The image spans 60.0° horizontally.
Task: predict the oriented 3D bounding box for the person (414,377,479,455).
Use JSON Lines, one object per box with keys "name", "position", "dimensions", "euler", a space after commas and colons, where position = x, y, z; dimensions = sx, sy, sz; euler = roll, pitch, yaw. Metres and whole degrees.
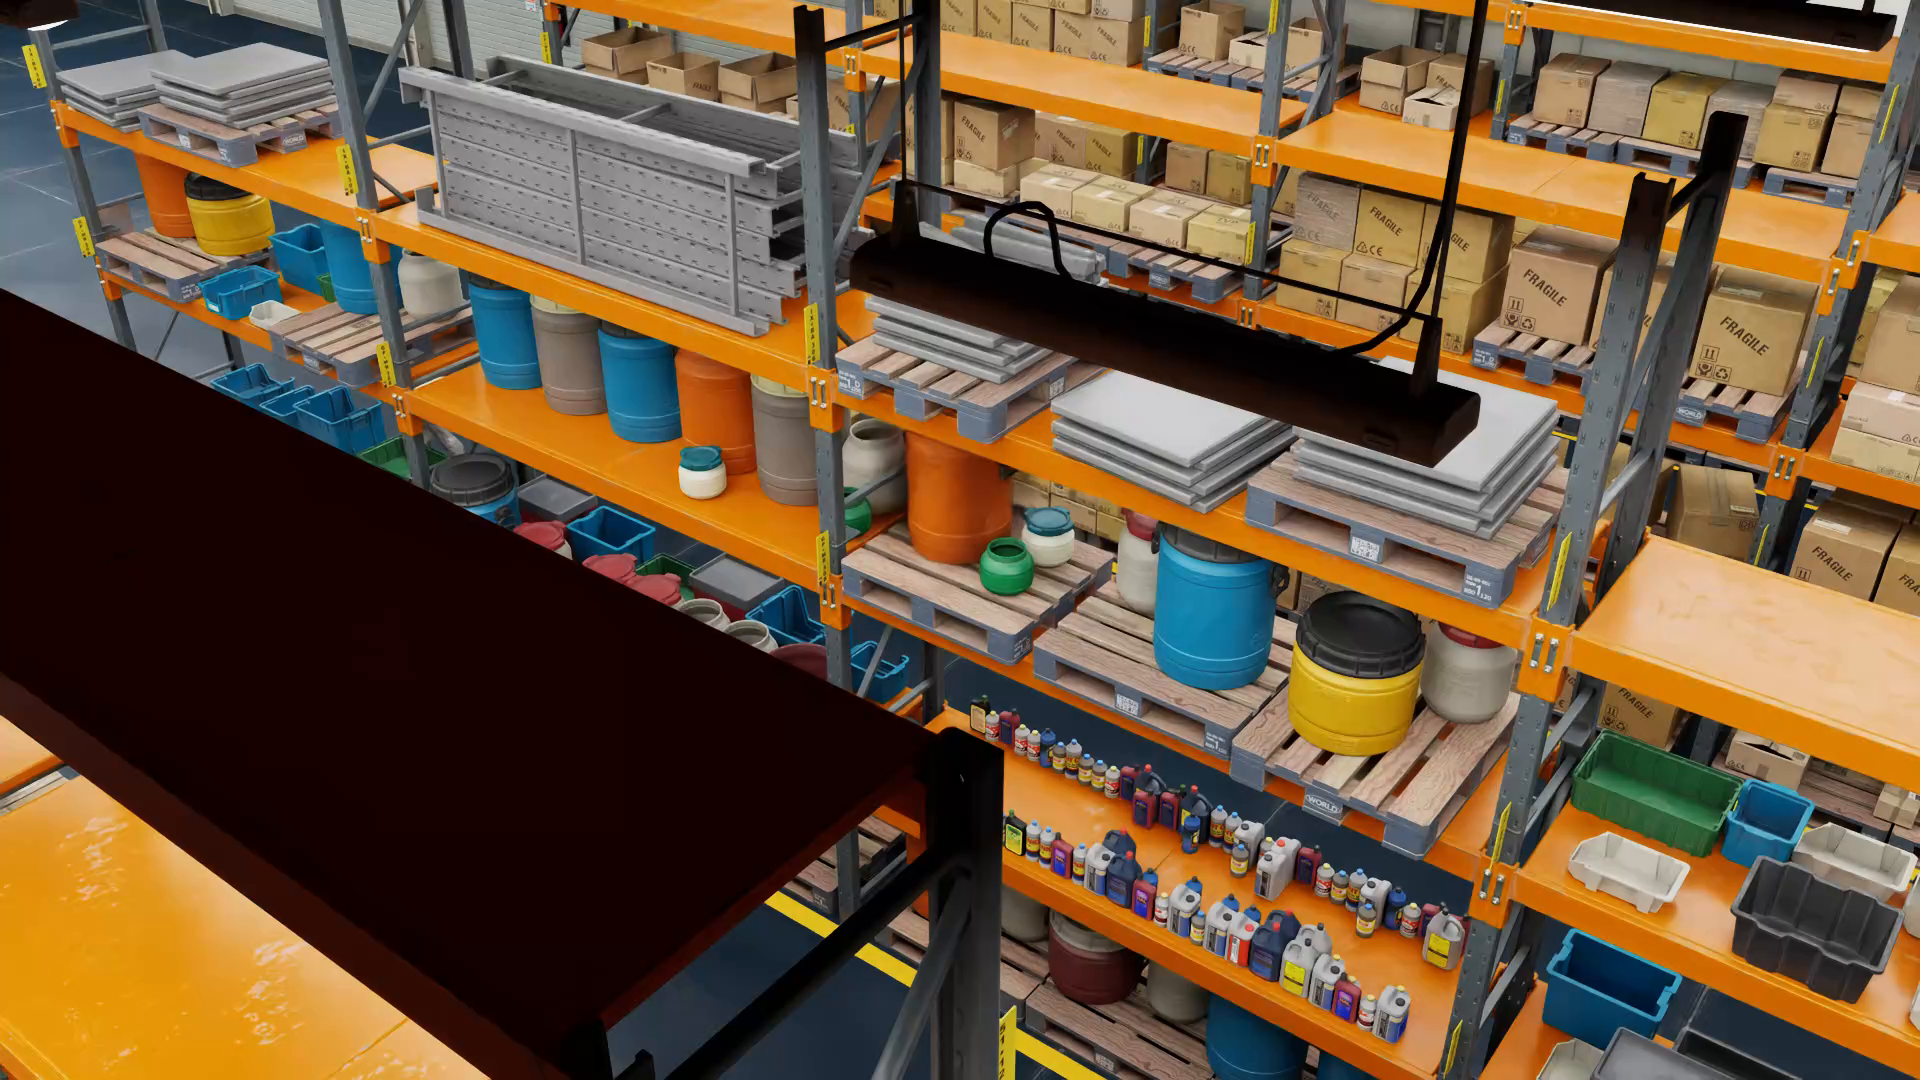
{"name": "person", "position": [-5.080, -1.396, 15.867], "dimensions": [0.716, 1.758, 0.628], "euler": [-19, 36, -28]}
